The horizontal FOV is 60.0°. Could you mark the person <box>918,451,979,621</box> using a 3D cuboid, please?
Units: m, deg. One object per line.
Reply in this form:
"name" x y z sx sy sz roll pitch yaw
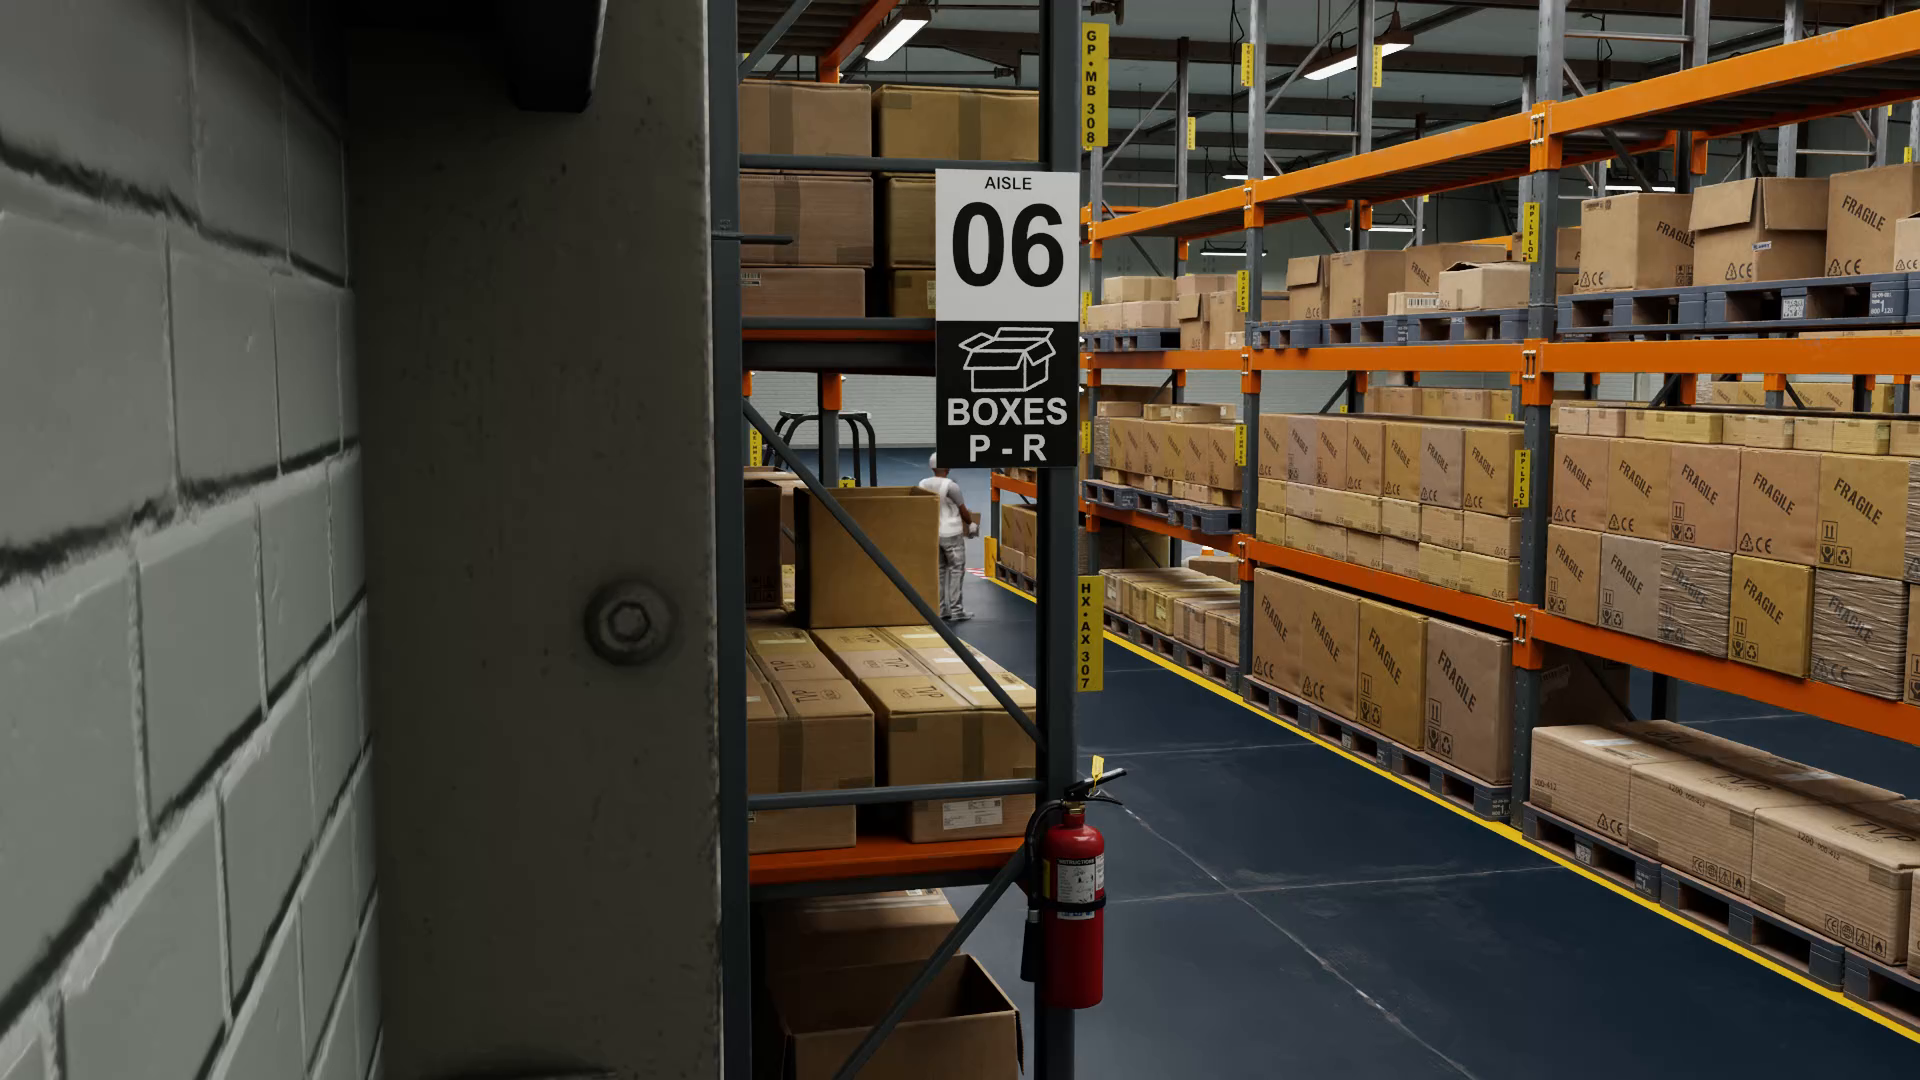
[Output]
"person" -0.110 -0.056 17.577 0.531 1.788 0.554 6 8 44
